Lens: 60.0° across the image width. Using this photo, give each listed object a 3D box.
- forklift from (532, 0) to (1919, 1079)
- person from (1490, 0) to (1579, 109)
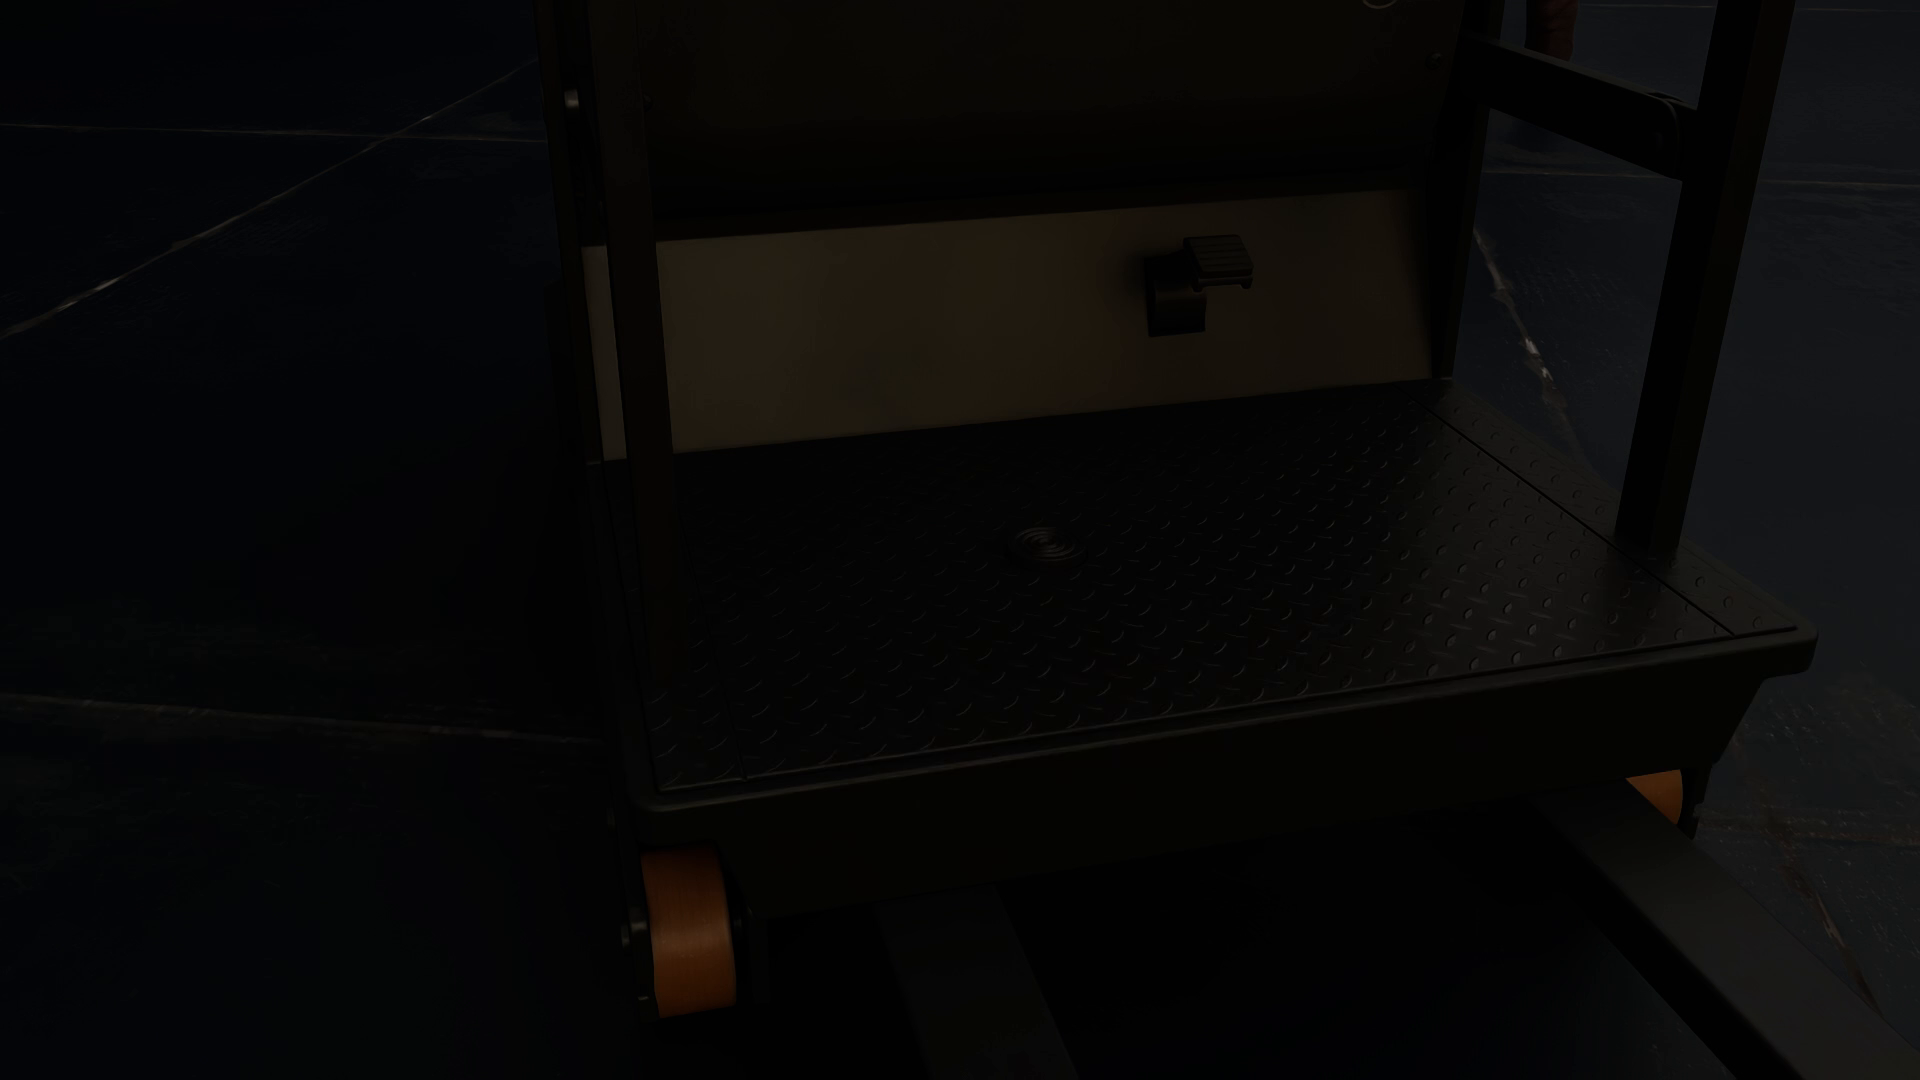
[{"bbox_3d":[0.153,-1.049,1.319,1.130,2.935,3.031,-7,27,-13],"label":"forklift"},{"bbox_3d":[1.563,-2.053,4.671,0.634,1.722,0.566,3,27,6],"label":"person"}]
